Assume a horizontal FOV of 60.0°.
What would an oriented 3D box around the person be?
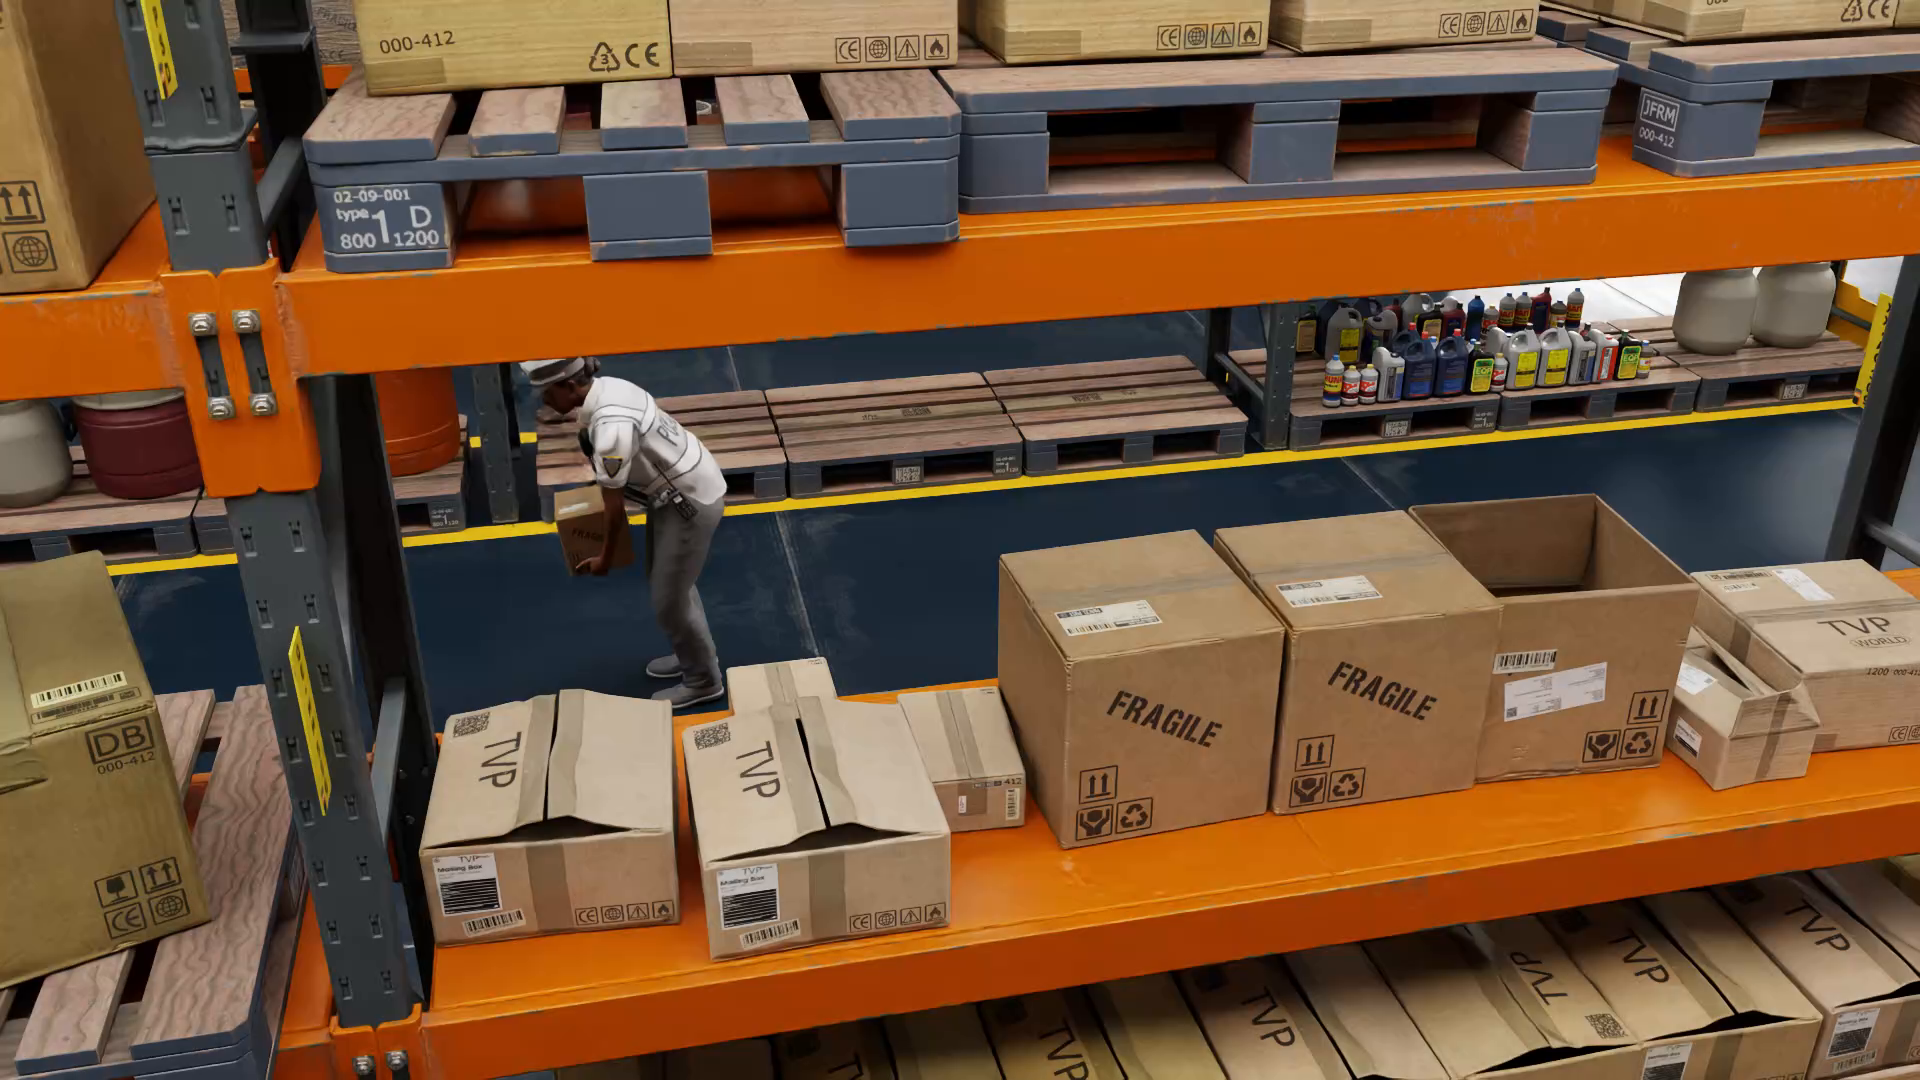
[{"bbox_3d":[-1.251,-0.061,6.410,0.715,1.516,0.411,-6,28,-13],"label":"person"}]
